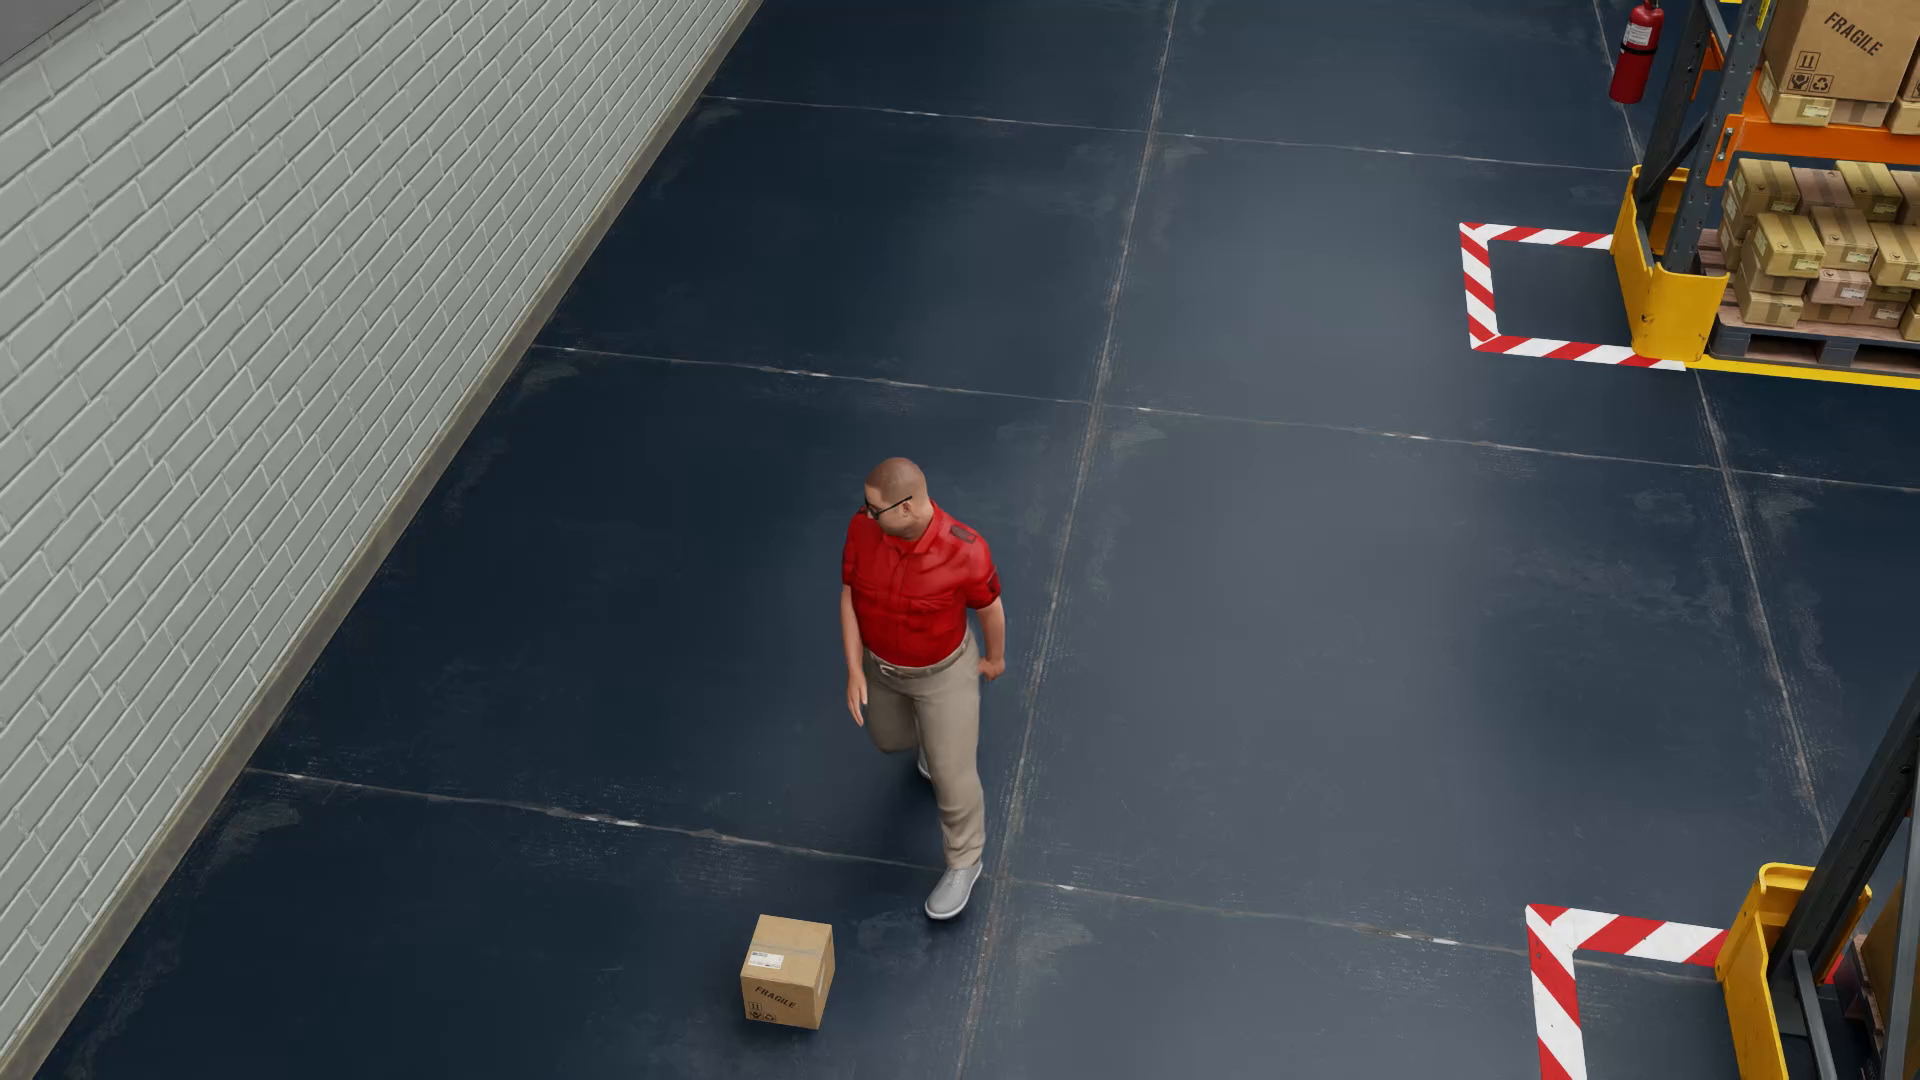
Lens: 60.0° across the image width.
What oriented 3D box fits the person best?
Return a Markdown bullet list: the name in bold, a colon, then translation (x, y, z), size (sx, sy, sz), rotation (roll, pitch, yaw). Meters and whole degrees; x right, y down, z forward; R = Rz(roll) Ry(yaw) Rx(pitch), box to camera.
- **person**: translation (-0.114, 0.414, 5.686), size (0.592, 1.681, 0.816), rotation (18, 43, 20)
